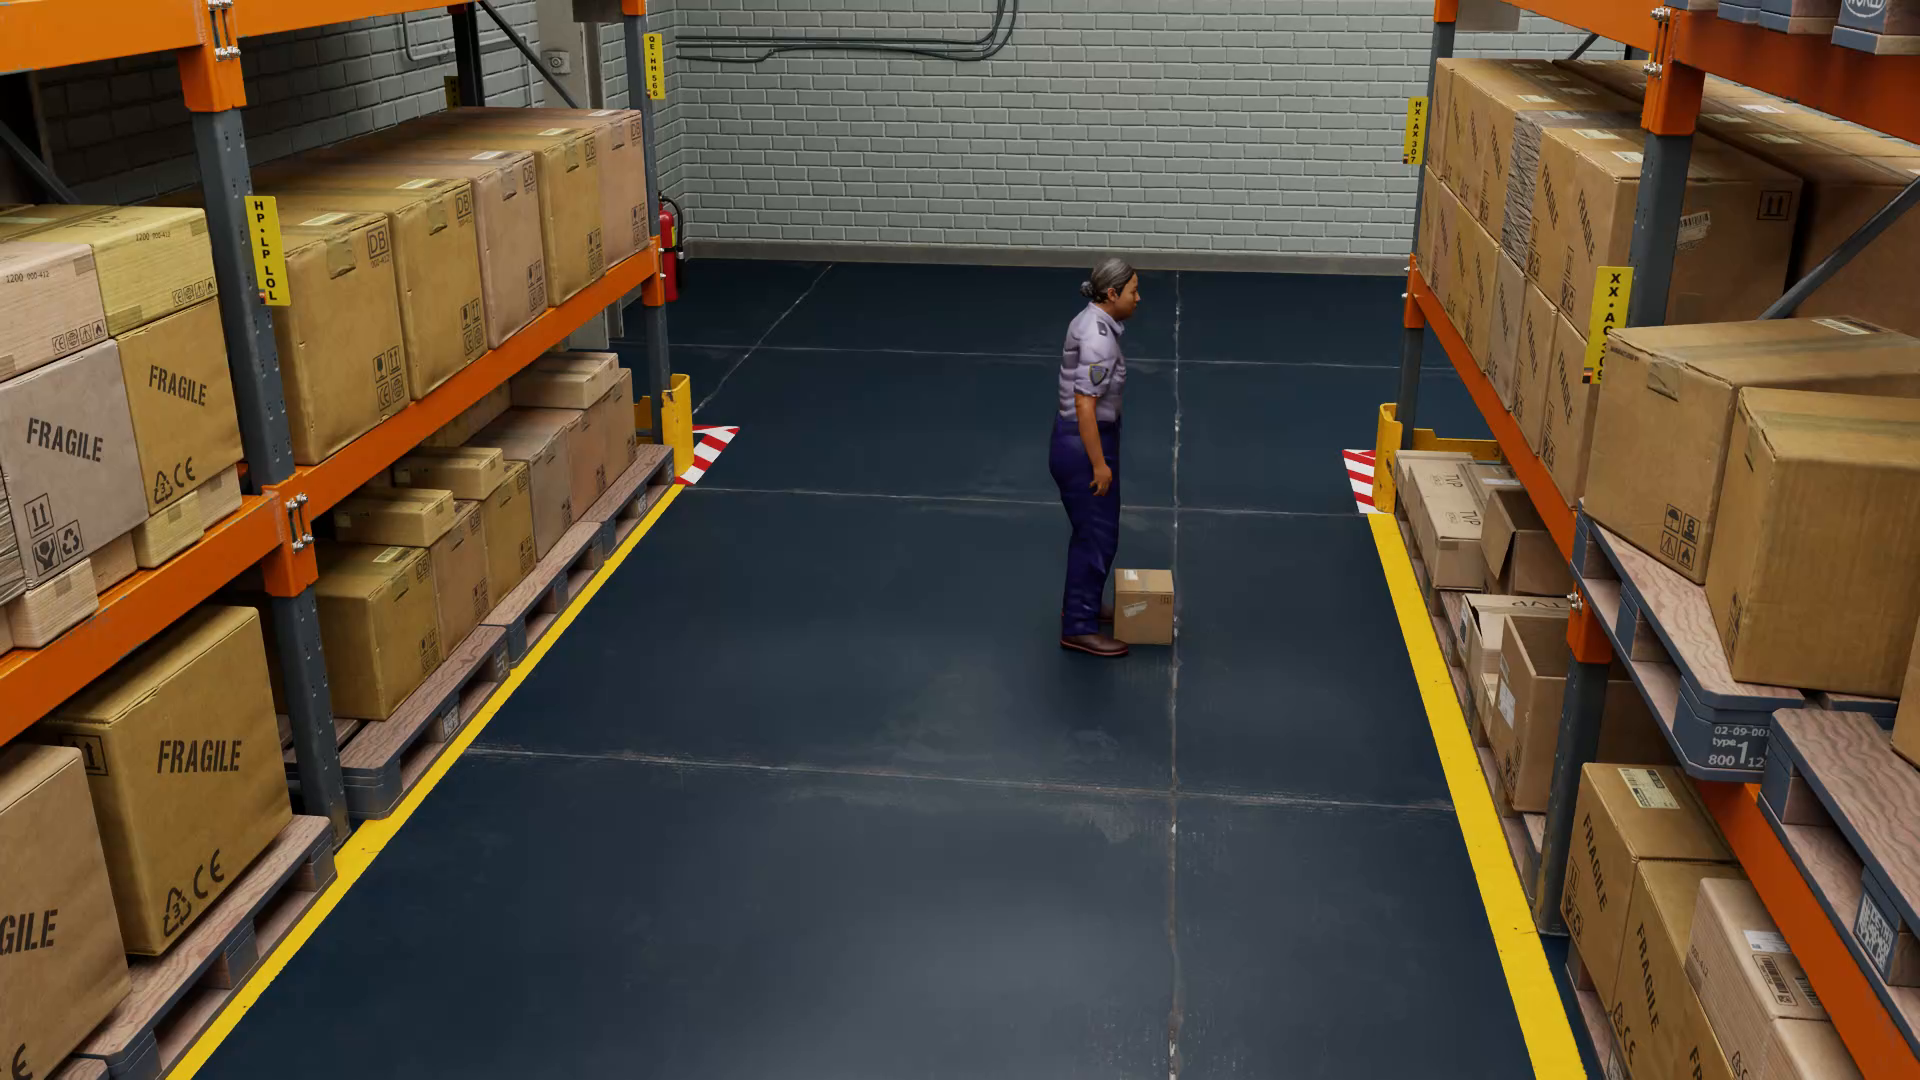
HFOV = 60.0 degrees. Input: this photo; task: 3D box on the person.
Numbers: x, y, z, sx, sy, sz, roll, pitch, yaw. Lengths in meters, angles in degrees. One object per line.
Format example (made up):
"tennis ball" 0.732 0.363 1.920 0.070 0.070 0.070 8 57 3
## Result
"person" 0.560 -0.366 7.035 0.369 1.650 0.556 1 21 3
